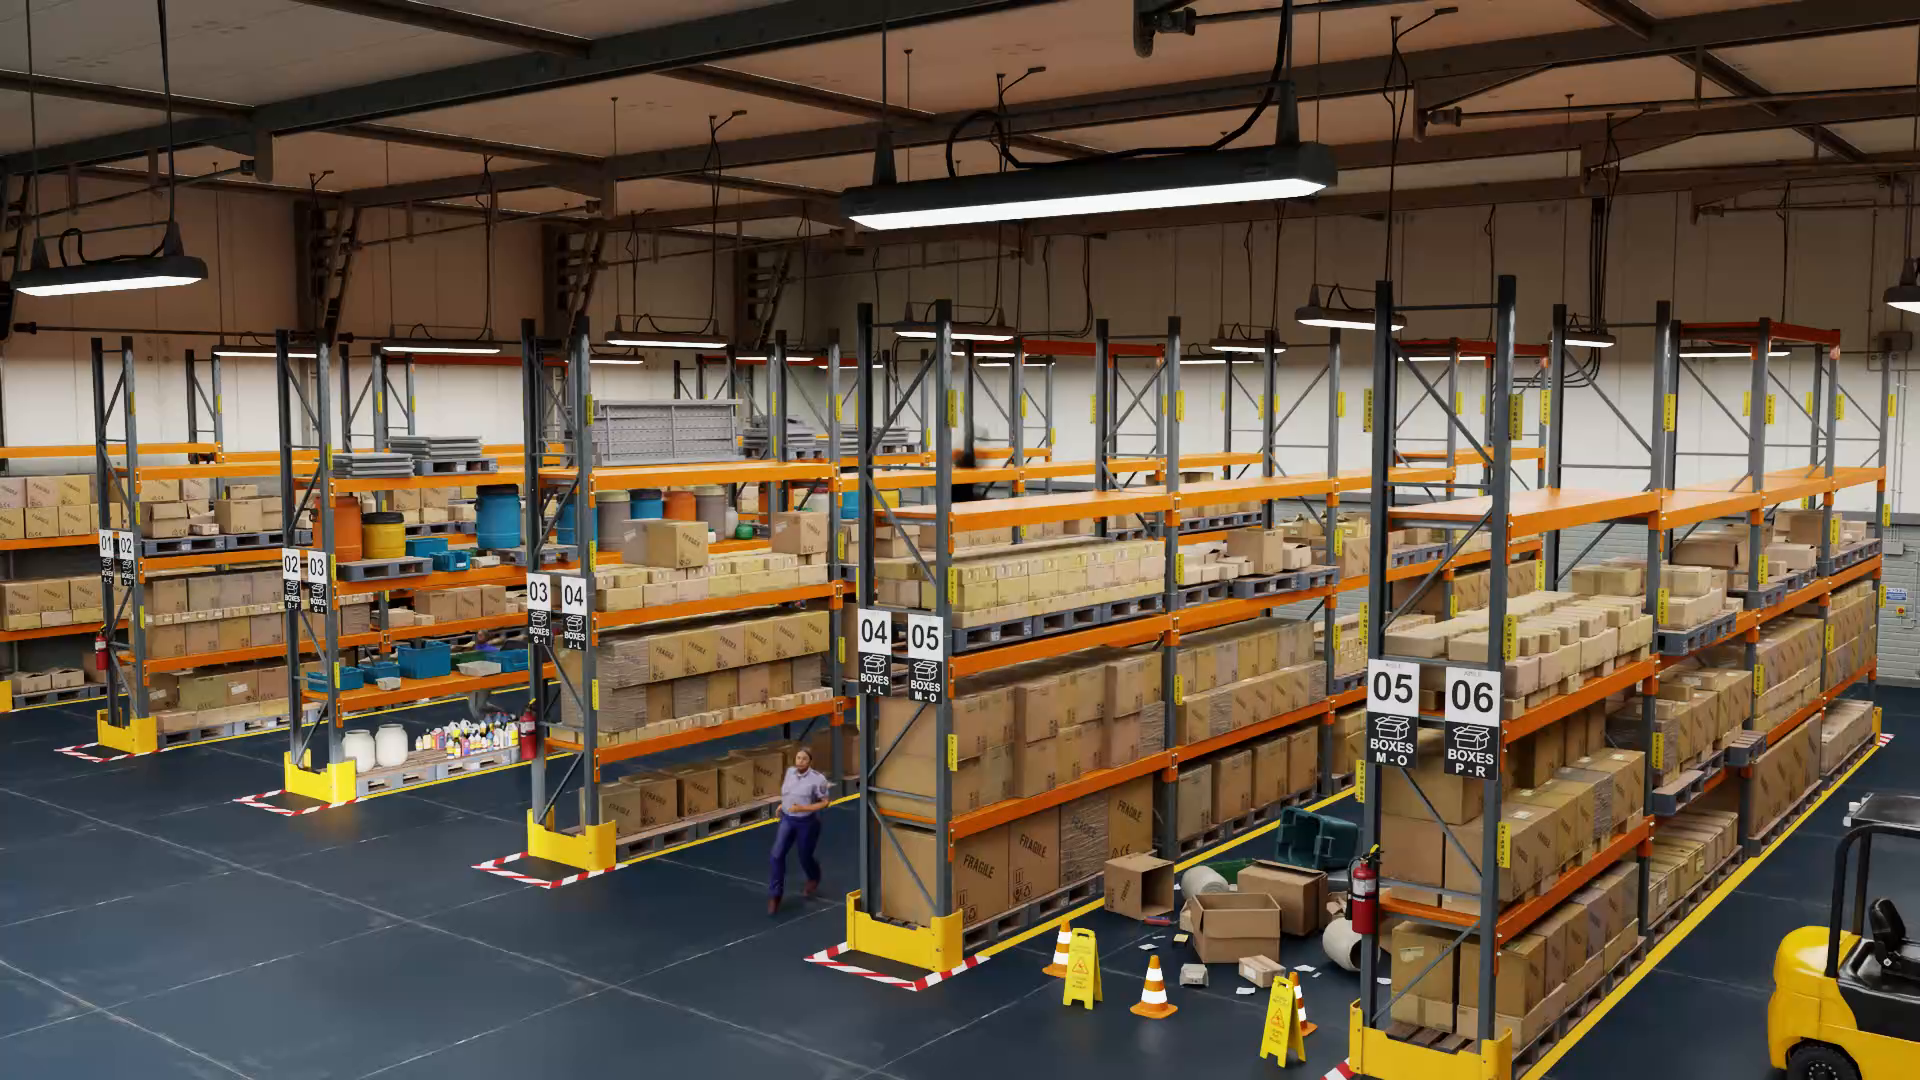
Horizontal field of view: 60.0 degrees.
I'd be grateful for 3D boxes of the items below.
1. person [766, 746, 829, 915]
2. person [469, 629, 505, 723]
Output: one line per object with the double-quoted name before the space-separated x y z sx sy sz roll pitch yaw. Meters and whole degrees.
"person" -1.582 2.915 16.841 0.620 1.662 0.864 2 5 21
"person" -7.283 2.154 25.396 0.573 1.603 0.563 3 6 32
